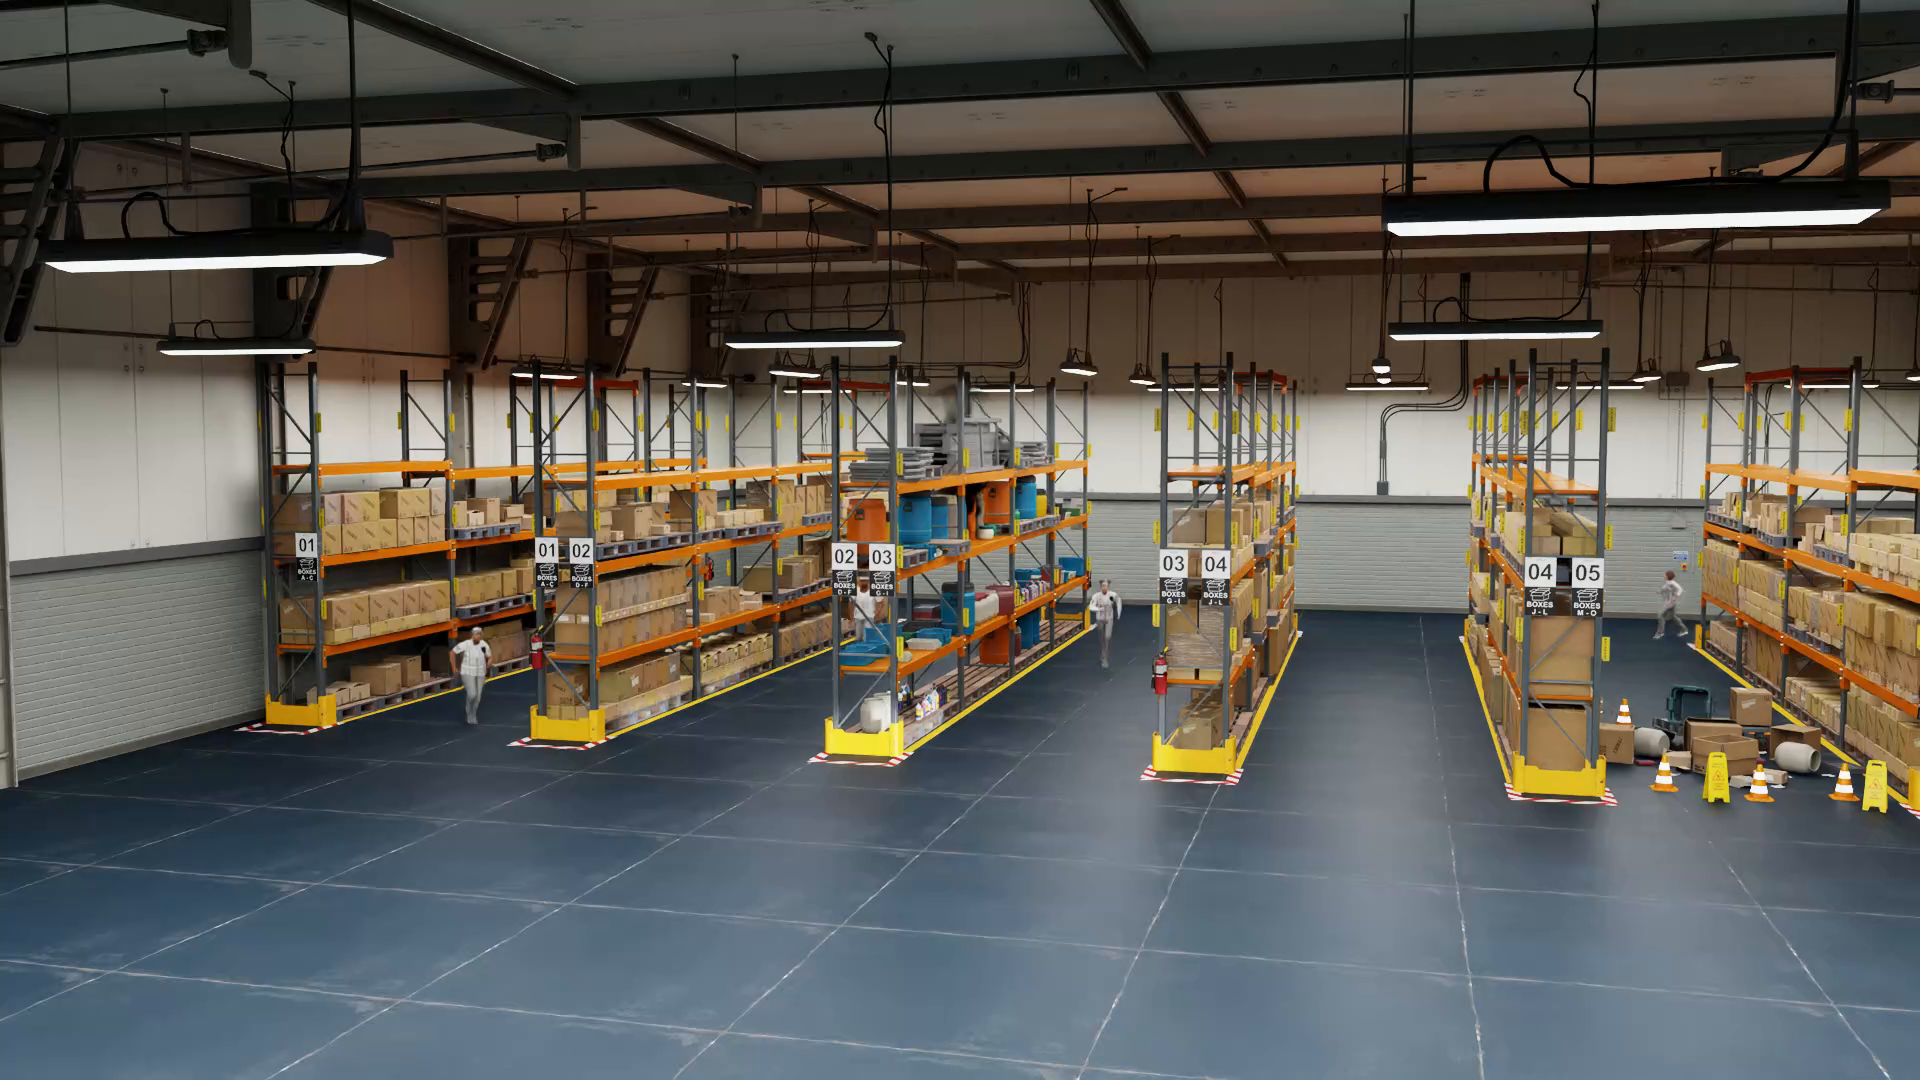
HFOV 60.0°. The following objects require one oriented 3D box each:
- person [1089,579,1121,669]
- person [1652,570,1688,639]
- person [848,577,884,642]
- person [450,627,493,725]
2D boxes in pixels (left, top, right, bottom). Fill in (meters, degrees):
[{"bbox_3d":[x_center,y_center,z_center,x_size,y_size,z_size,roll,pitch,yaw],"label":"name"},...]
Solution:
[{"bbox_3d":[2.880,1.630,33.002,0.638,1.750,0.855,0,4,4],"label":"person"},{"bbox_3d":[16.399,1.509,38.337,0.765,1.634,0.576,1,4,20],"label":"person"},{"bbox_3d":[-1.862,1.542,32.793,0.723,1.756,0.590,1,4,9],"label":"person"},{"bbox_3d":[-8.063,2.249,27.547,0.640,1.630,0.766,-3,5,-37],"label":"person"}]
